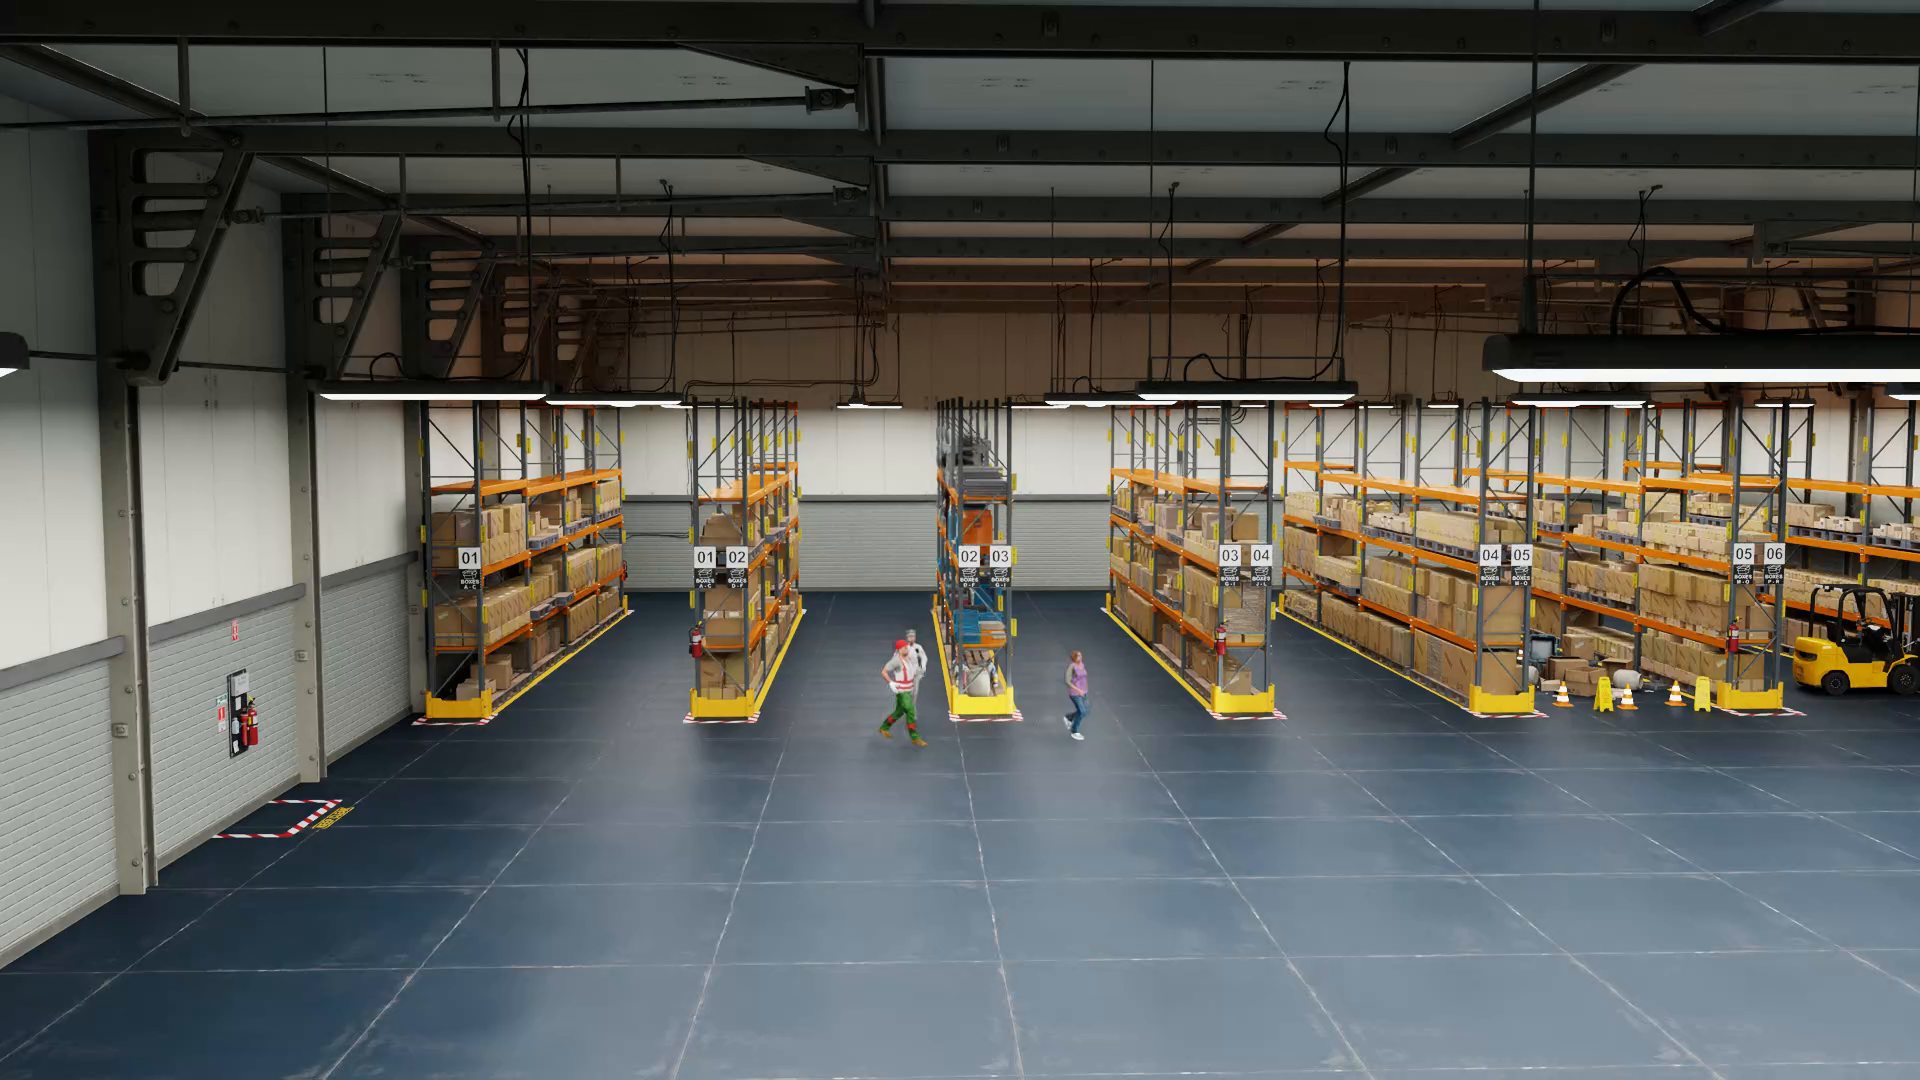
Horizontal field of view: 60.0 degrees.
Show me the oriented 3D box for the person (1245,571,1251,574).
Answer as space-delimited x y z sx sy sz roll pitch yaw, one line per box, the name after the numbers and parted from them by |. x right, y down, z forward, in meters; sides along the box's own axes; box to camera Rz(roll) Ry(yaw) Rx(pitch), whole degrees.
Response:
7.924 1.276 47.496 0.652 1.655 0.620 4 6 40 | person

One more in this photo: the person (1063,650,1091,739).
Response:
2.028 2.704 29.167 0.496 1.559 0.541 3 5 35 | person

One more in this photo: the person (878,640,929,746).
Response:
-0.961 2.598 28.464 0.952 1.786 0.658 2 5 19 | person

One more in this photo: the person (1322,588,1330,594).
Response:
10.622 1.130 48.892 0.732 1.634 0.534 -3 5 -35 | person

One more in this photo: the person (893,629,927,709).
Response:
-0.936 2.497 31.220 0.664 1.668 0.509 0 4 -5 | person
